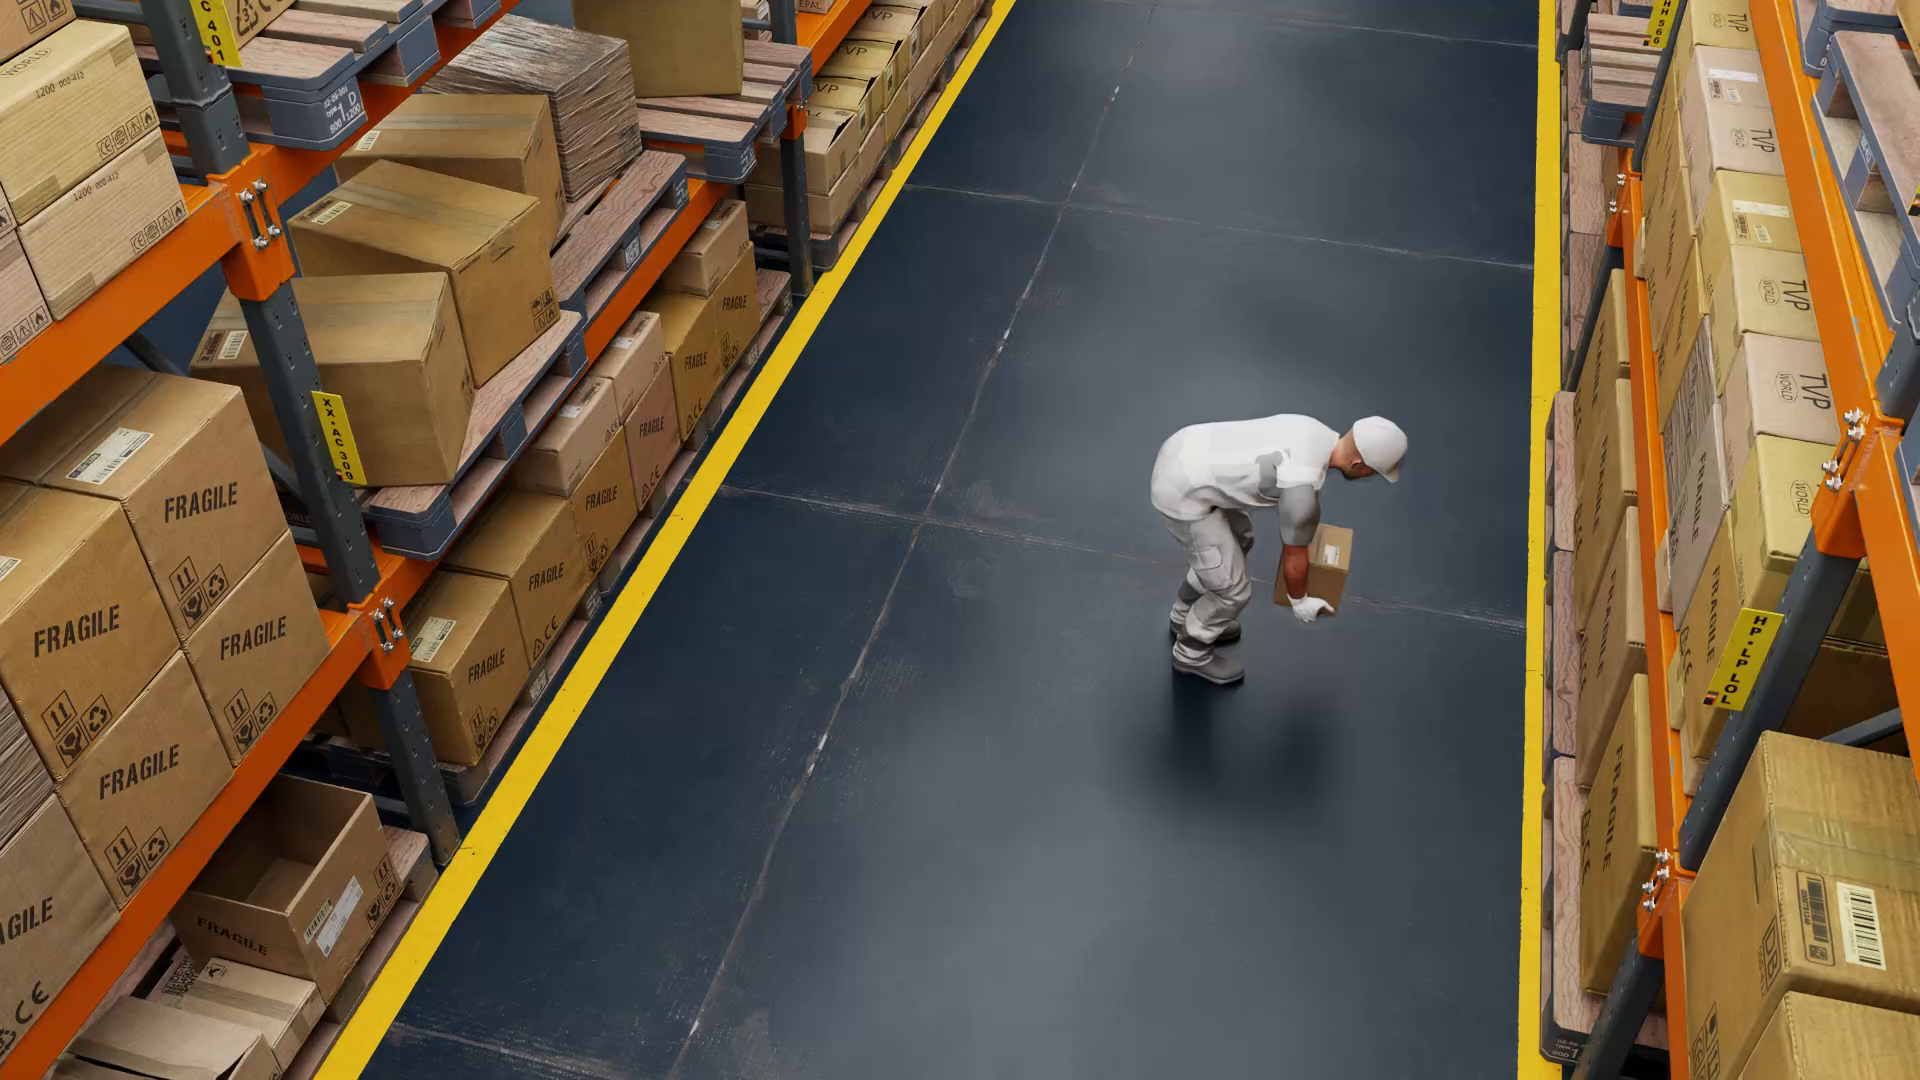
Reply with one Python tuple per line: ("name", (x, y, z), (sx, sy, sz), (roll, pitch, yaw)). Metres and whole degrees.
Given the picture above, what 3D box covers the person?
("person", (1.189, 0.005, 6.516), (0.919, 1.287, 0.499), (9, 41, 10))
